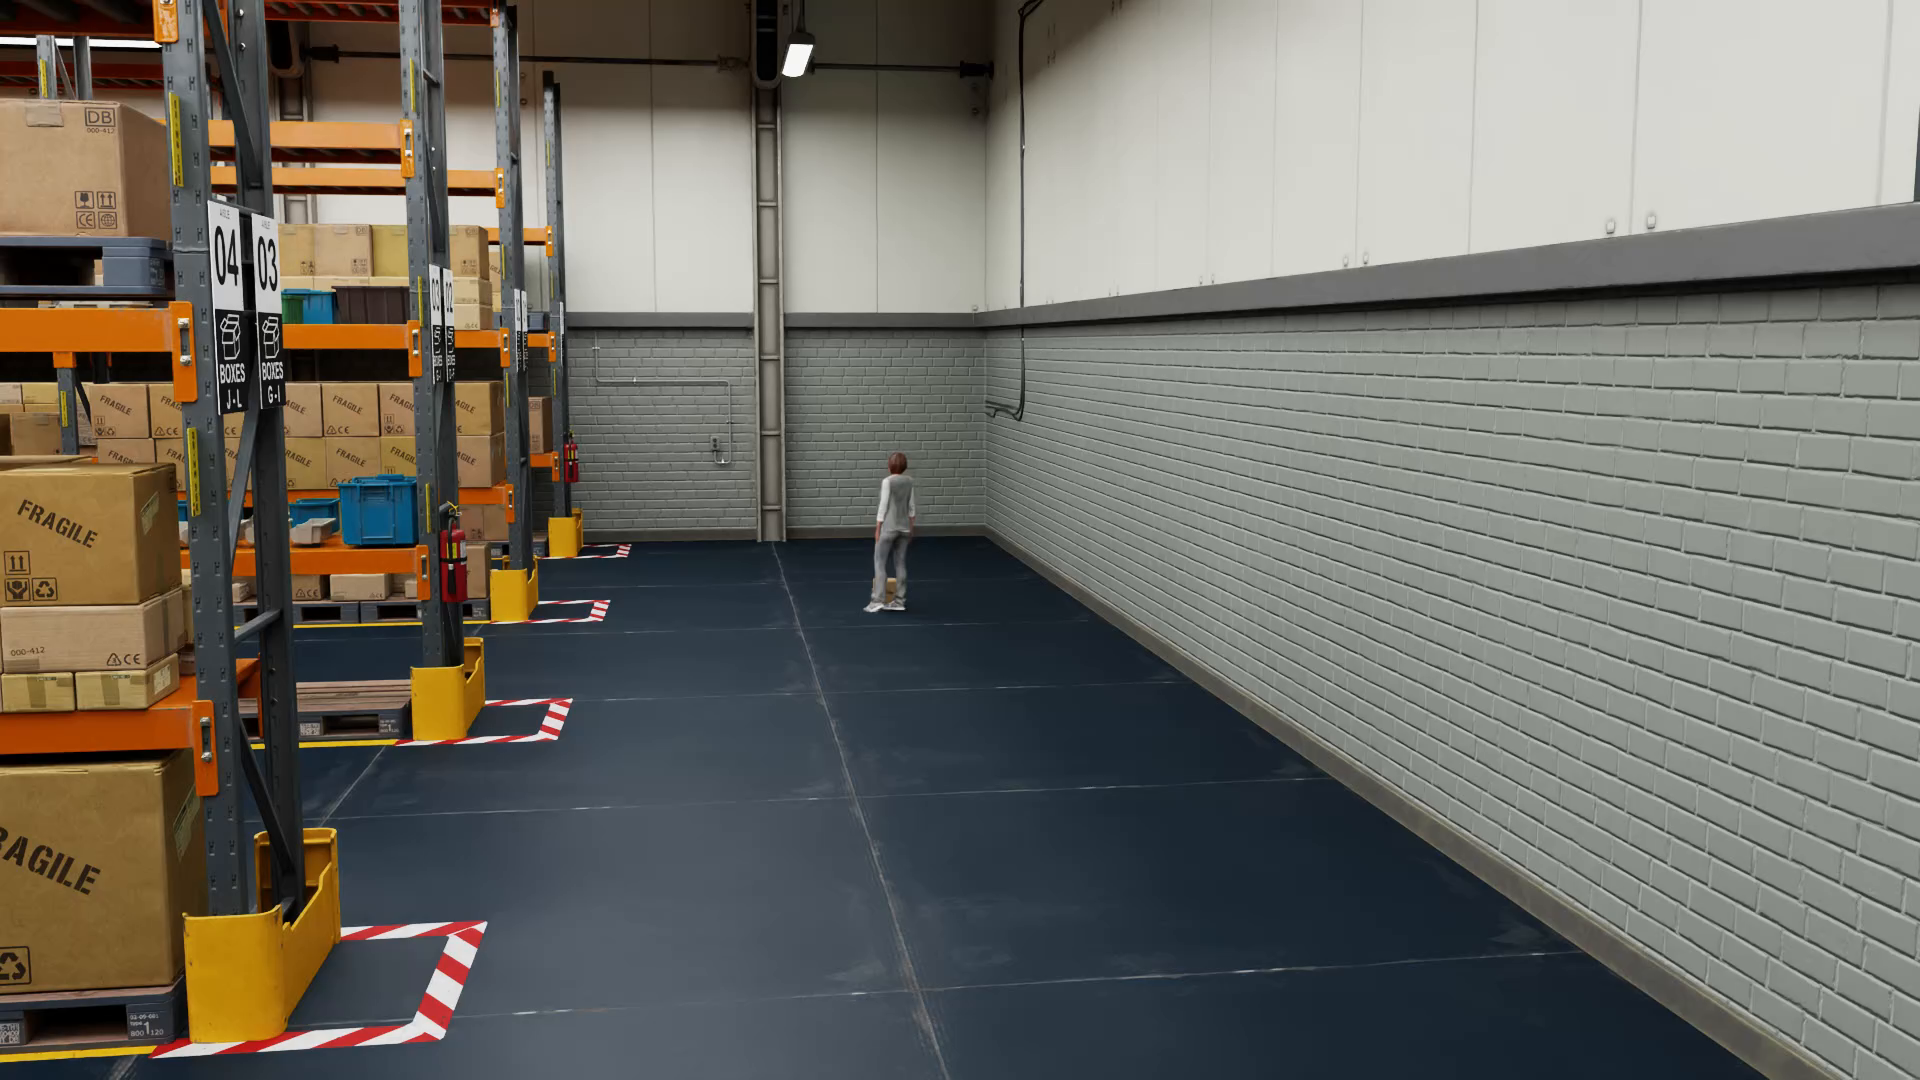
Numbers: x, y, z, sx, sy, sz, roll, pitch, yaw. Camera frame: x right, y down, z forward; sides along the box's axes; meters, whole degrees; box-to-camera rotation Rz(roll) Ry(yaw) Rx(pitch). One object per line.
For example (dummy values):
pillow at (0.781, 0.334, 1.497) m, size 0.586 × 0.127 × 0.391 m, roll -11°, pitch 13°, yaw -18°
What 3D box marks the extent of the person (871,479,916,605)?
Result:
person at (-0.651, 0.007, 16.681) m, size 0.440 × 1.278 × 0.304 m, roll -5°, pitch 8°, yaw -36°
